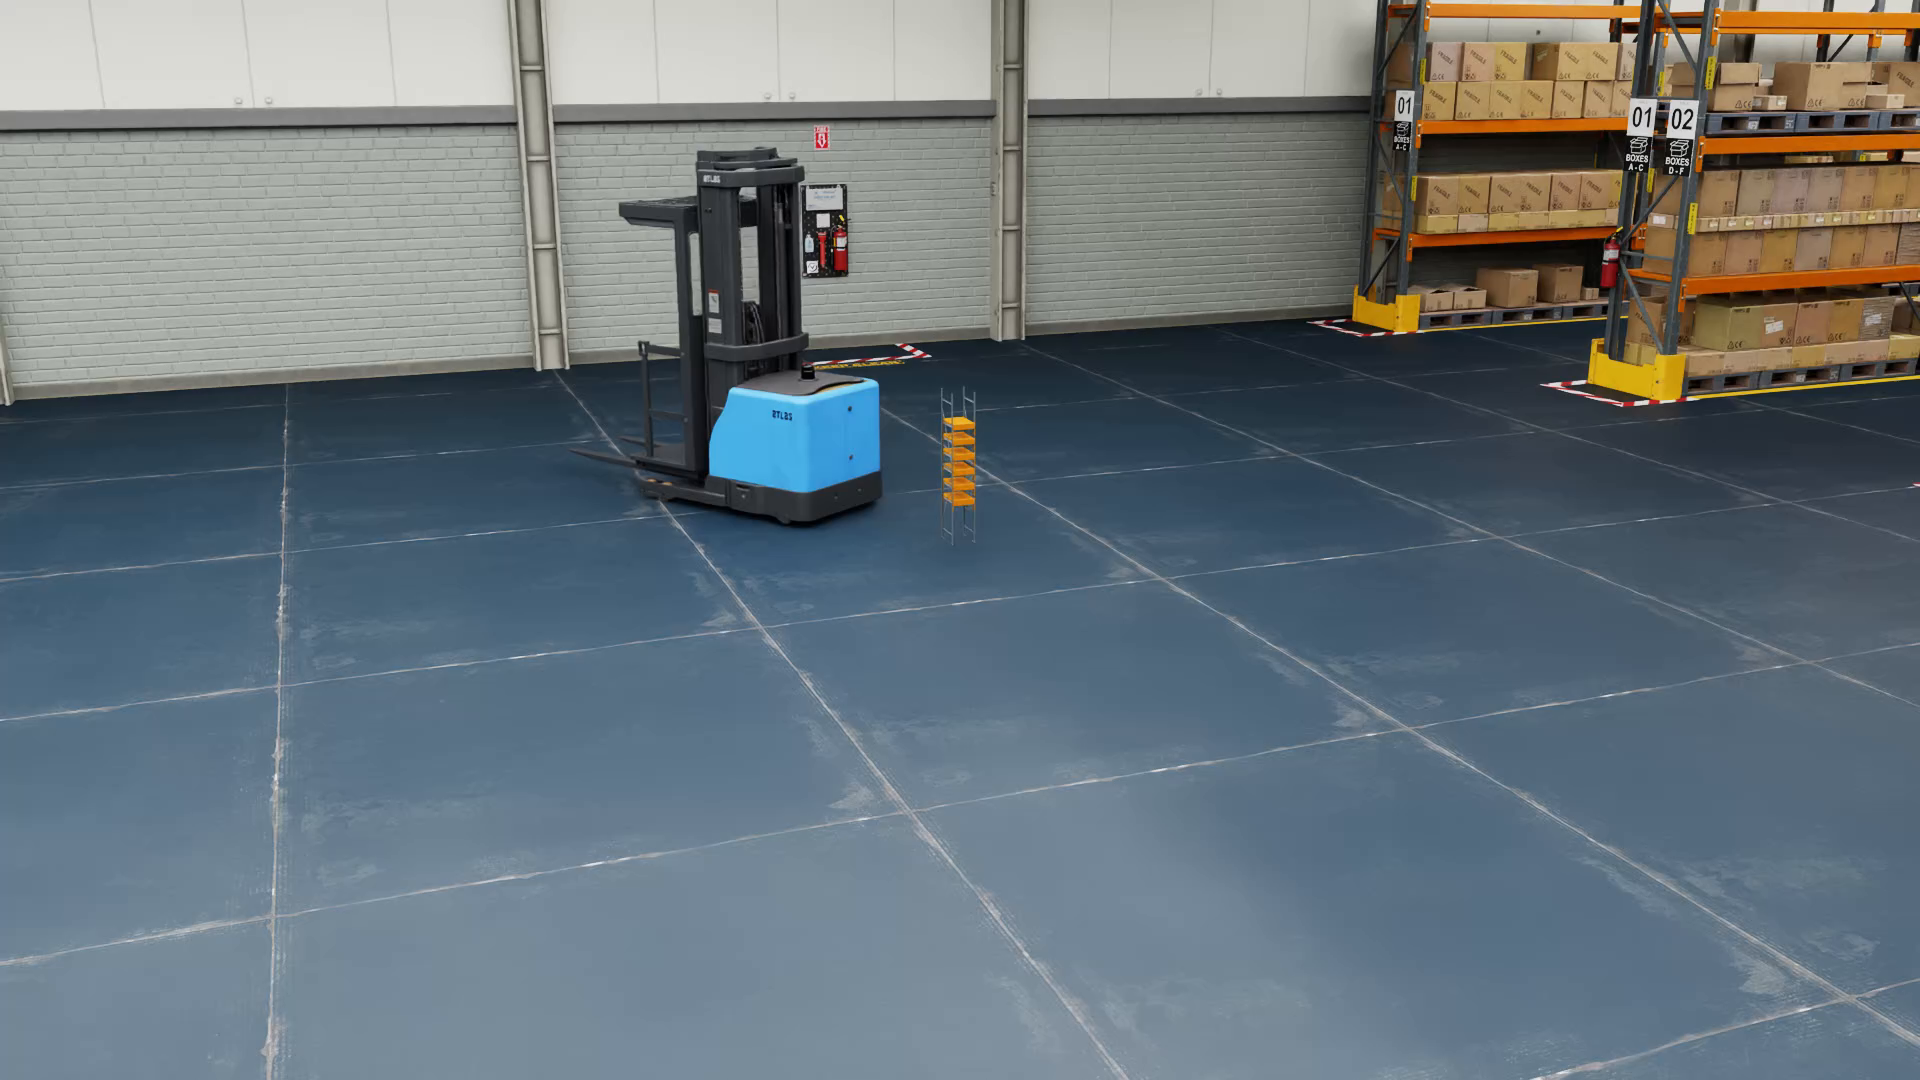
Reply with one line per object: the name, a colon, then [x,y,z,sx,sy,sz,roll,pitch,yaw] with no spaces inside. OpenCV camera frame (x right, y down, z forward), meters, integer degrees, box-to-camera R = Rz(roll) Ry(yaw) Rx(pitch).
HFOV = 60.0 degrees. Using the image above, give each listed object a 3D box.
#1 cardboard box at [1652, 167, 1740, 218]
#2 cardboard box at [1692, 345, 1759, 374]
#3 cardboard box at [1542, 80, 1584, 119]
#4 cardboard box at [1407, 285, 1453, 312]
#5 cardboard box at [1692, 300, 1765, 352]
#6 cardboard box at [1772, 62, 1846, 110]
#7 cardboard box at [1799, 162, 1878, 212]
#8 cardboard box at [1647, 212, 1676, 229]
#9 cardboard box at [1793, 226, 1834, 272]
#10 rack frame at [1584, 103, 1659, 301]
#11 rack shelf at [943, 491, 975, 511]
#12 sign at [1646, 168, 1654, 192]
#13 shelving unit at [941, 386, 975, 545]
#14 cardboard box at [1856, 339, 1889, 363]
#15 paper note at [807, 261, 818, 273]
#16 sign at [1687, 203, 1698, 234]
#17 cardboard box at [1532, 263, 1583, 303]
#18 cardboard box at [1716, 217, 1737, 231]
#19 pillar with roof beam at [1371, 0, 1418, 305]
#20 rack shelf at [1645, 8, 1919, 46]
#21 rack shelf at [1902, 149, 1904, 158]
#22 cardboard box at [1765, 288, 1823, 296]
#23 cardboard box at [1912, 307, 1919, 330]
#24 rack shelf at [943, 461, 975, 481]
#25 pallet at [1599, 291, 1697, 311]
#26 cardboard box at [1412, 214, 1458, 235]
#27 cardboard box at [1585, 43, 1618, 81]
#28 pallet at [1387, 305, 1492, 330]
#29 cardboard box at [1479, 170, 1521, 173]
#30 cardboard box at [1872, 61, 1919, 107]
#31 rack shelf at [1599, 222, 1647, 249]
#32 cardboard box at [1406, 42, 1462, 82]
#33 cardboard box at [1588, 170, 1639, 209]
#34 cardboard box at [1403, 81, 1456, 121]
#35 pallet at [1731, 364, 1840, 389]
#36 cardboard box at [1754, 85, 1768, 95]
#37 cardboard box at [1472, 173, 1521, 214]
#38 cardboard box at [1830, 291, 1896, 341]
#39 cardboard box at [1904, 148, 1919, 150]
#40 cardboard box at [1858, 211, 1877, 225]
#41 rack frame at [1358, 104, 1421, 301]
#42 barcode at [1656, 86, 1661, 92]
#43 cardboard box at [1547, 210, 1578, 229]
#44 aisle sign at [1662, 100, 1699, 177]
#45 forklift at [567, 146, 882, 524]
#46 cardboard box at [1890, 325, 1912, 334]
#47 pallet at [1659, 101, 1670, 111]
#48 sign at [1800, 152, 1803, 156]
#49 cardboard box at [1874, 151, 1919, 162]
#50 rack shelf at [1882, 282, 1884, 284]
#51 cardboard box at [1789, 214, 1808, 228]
cardboard box: [8.158,-3.863,18.448,0.500,0.500,0.700,-6,17,-20]
cardboard box: [8.714,-2.072,18.966,0.500,0.250,0.500,-6,17,-20]
cardboard box: [8.264,-6.117,23.068,0.500,0.500,0.500,-7,18,-22]
cardboard box: [6.571,-3.413,23.389,0.500,0.311,0.500,-8,18,-26]
cardboard box: [8.715,-2.432,18.859,0.500,0.500,0.500,-6,17,-20]
cardboard box: [9.317,-4.995,18.288,0.500,0.500,0.500,-6,17,-20]
cardboard box: [10.052,-4.069,19.151,0.500,0.500,0.700,-6,17,-20]
cardboard box: [7.957,-3.591,18.675,0.250,0.149,0.380,-6,18,-21]
cardboard box: [9.553,-3.392,19.147,0.500,0.500,0.700,-6,17,-18]
rack frame: [9.627,-4.849,24.289,0.127,3.000,1.000,-6,17,-20]
rack shelf: [-0.014,-0.301,13.004,0.180,0.103,0.258,-6,17,-20]
sign: [9.829,-5.123,23.683,0.005,0.325,0.100,-6,17,-20]
shelving unit: [-0.014,-0.574,12.924,0.189,1.200,0.258,-6,17,-20]
cardboard box: [10.578,-2.277,19.662,0.500,0.250,0.500,-6,17,-20]
paper note: [-1.878,-3.478,21.182,0.142,0.148,0.016,-6,17,-20]
sign: [7.861,-3.450,17.846,0.005,0.325,0.100,-6,17,-20]
cardboard box: [8.673,-3.746,24.187,0.500,0.500,0.500,-8,18,-24]
cardboard box: [8.357,-3.513,18.408,0.250,0.149,0.380,-7,18,-22]
pillar with roof beam: [7.777,-6.490,19.228,0.400,9.000,9.100,-6,17,-20]
rack shelf: [9.536,-5.686,18.477,4.000,0.370,1.077,-6,17,-20]
rack shelf: [13.271,-4.842,20.217,4.000,0.370,1.077,-6,17,-20]
cardboard box: [9.925,-2.723,19.852,0.500,0.500,0.500,-6,17,-20]
cardboard box: [11.879,-2.674,20.019,0.500,0.311,0.500,-6,17,-20]
rack shelf: [-0.014,-0.532,12.937,0.180,0.103,0.258,-6,17,-20]
pallet: [10.354,-3.590,24.950,1.213,0.211,1.003,-6,17,-20]
cardboard box: [6.462,-4.349,22.817,0.500,0.250,0.500,-7,18,-22]
cardboard box: [8.746,-6.646,23.094,0.500,0.500,0.500,-5,17,-17]
pallet: [6.735,-3.189,23.581,1.213,0.211,1.003,-6,17,-20]
cardboard box: [7.681,-4.999,23.698,0.500,0.500,0.500,-6,17,-19]
cardboard box: [10.839,-5.321,19.399,0.500,0.500,0.500,-5,17,-16]
rack shelf: [11.495,-4.706,25.077,4.000,0.370,1.077,-6,17,-20]
cardboard box: [6.339,-6.398,22.250,0.500,0.500,0.500,-8,18,-24]
cardboard box: [9.297,-5.018,23.762,0.500,0.500,0.500,-6,17,-20]
cardboard box: [6.294,-5.911,22.366,0.500,0.500,0.500,-6,17,-19]
pallet: [9.505,-2.015,19.586,1.213,0.211,1.003,-6,17,-20]
cardboard box: [8.649,-4.965,18.629,0.500,0.250,0.500,-6,17,-20]
cardboard box: [7.395,-4.810,23.055,0.500,0.500,0.500,-7,18,-22]
cardboard box: [10.578,-2.637,19.558,0.500,0.500,0.500,-6,17,-20]
cardboard box: [15.134,-6.080,26.409,0.500,0.250,0.500,-7,18,-21]
cardboard box: [10.275,-3.720,19.113,0.250,0.149,0.380,-6,17,-20]
rack frame: [5.892,-4.446,22.915,0.127,3.000,1.000,-6,17,-20]
barcode: [7.778,-5.018,18.510,0.075,0.075,0.001,-6,17,-20]
cardboard box: [8.361,-4.557,23.523,0.500,0.250,0.500,-6,17,-20]
aisle sign: [7.717,-4.303,17.815,0.004,0.787,0.394,-6,17,-20]
forklift: [-2.150,-1.842,14.168,3.031,2.935,1.130,12,20,34]
cardboard box: [11.687,-2.547,20.582,0.500,0.250,0.500,-6,18,-21]
pallet: [10.242,-6.233,24.009,1.003,0.211,1.213,-6,17,-20]
sign: [13.161,-5.954,25.995,0.005,0.325,0.100,-6,17,-20]
cardboard box: [14.380,-5.845,25.607,0.500,0.250,0.500,-6,18,-21]
rack shelf: [13.271,-3.403,20.640,4.000,0.370,1.077,-6,17,-20]
cardboard box: [9.314,-3.616,18.758,0.250,0.149,0.380,-6,18,-21]
